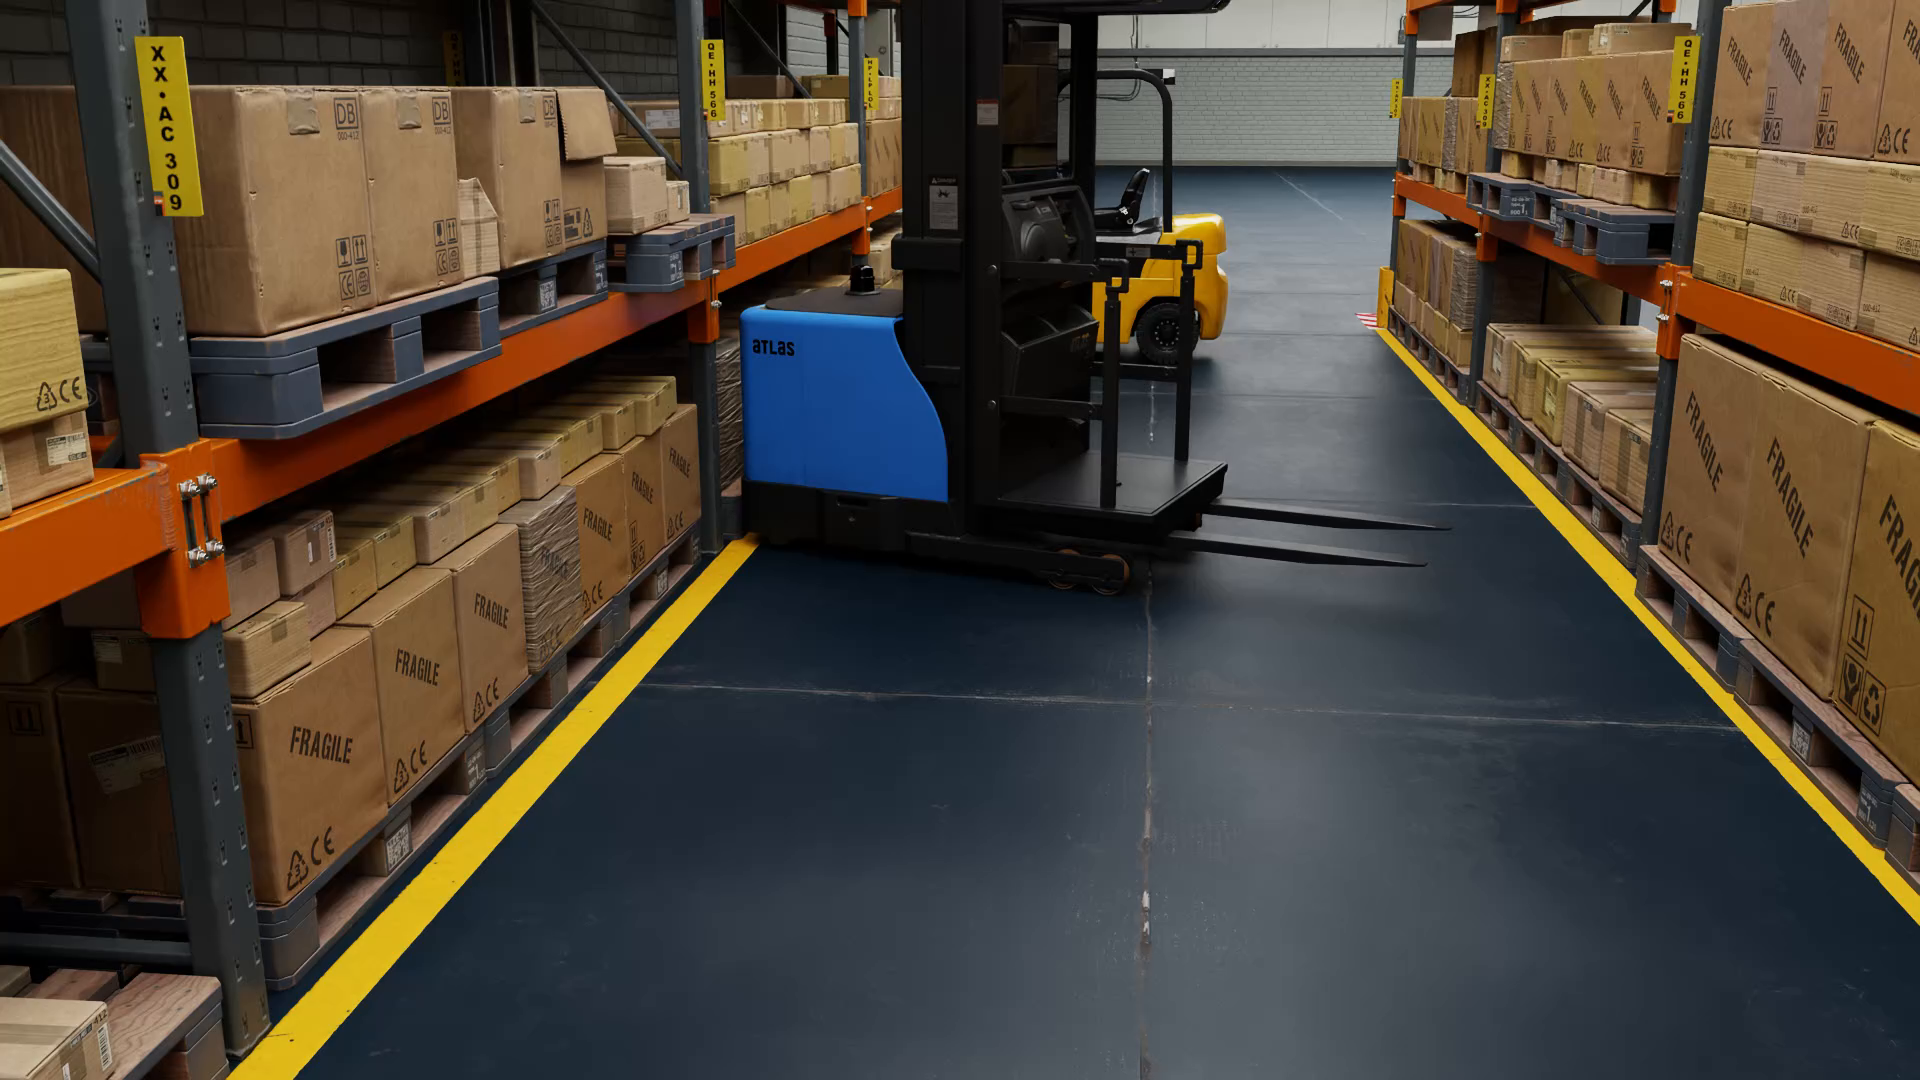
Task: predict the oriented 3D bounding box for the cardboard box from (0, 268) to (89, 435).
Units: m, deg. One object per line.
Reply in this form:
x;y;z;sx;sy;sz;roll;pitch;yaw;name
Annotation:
-1.836;-0.299;2.738;0.500;0.250;0.500;2;15;8;cardboard box

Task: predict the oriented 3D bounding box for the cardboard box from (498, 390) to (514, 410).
-1.995;-0.519;6.577;0.380;0.149;0.250;2;15;8;cardboard box

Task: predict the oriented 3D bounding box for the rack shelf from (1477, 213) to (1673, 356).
3.589;-1.430;8.584;1.077;0.370;4.000;2;15;6;rack shelf

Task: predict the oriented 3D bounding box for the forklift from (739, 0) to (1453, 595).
0.569;-1.346;7.026;3.031;2.935;1.130;7;17;24;forklift

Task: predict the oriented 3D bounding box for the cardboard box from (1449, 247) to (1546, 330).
3.614;-1.695;11.211;0.500;0.500;0.500;1;15;5;cardboard box

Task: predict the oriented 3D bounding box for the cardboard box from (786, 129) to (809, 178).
-1.109;-2.079;8.935;0.500;0.250;0.500;2;15;7;cardboard box

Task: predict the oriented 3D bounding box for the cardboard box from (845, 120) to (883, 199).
-0.809;-2.597;11.329;0.500;0.500;0.500;1;15;5;cardboard box

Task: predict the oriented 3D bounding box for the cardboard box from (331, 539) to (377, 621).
-1.744;0.098;4.295;0.380;0.149;0.250;1;15;3;cardboard box

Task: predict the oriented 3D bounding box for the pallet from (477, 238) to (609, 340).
-1.784;-0.807;5.268;1.003;0.211;1.213;2;15;6;pallet

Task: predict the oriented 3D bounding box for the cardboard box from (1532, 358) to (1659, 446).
3.603;-0.728;8.836;0.950;0.372;0.625;2;15;8;cardboard box

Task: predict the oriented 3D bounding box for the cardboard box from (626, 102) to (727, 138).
-1.241;-1.840;7.284;0.380;0.149;0.250;2;15;8;cardboard box

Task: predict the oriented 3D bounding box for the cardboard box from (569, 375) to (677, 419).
-1.373;-0.578;6.794;0.380;0.149;0.250;1;15;4;cardboard box

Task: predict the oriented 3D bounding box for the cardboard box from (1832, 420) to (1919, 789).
2.996;0.204;4.428;0.875;0.875;0.875;2;15;8;cardboard box

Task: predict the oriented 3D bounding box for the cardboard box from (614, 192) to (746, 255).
-1.277;-1.440;7.527;0.500;0.250;0.500;2;15;6;cardboard box

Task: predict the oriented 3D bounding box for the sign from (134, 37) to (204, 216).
-1.481;-0.771;3.107;0.100;0.325;0.005;2;15;6;sign

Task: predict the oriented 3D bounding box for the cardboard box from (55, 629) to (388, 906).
-1.743;0.518;3.983;0.500;0.500;0.500;2;15;9;cardboard box

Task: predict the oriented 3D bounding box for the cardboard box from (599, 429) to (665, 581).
-1.470;-0.155;6.472;0.500;0.500;0.500;1;15;5;cardboard box

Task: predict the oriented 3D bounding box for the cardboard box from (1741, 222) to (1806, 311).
3.017;-0.933;5.655;0.500;0.250;0.500;1;15;5;cardboard box

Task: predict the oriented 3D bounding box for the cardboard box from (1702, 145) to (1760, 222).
3.060;-1.304;6.067;0.500;0.250;0.500;2;15;6;cardboard box

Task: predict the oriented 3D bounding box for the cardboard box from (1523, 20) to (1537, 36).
4.159;-3.210;11.112;0.700;0.500;0.500;2;15;7;cardboard box

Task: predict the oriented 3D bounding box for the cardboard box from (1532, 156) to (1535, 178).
3.445;-2.104;9.372;0.380;0.149;0.250;3;15;10;cardboard box

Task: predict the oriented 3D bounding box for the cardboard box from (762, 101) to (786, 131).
-1.106;-2.175;8.523;0.380;0.149;0.250;2;15;7;cardboard box

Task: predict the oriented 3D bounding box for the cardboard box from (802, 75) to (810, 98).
-0.865;-3.092;11.345;0.380;0.149;0.250;2;15;7;cardboard box

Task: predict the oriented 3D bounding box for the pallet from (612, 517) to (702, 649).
-1.691;0.134;6.760;1.003;0.211;1.213;2;15;6;pallet

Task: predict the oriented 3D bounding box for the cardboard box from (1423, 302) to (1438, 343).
3.726;-1.603;12.308;0.500;0.250;0.500;2;15;7;cardboard box

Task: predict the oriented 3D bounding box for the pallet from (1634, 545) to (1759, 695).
3.199;0.289;6.187;1.003;0.211;1.213;2;15;6;pallet

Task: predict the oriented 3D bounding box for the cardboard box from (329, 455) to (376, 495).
-2.103;-0.182;5.328;0.380;0.149;0.250;1;15;4;cardboard box

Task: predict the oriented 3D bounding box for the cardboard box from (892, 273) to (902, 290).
-0.702;-1.805;12.098;0.500;0.250;0.500;2;15;6;cardboard box

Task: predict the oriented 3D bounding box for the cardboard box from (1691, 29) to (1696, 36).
3.914;-2.627;8.821;0.380;0.149;0.250;1;15;4;cardboard box

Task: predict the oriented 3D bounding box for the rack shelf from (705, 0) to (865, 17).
-1.344;-3.024;8.729;1.077;0.370;4.000;2;15;6;rack shelf

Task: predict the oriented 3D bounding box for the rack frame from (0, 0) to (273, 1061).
-2.021;-0.367;3.272;1.000;3.000;0.127;2;15;6;rack frame

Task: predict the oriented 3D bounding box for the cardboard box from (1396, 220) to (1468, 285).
3.898;-2.364;13.684;0.500;0.500;0.500;1;15;4;cardboard box

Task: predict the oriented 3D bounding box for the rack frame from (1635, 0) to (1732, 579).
3.363;-1.259;6.571;1.000;3.000;0.127;2;15;6;rack frame

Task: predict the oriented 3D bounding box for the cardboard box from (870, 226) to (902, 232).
-0.572;-2.314;13.019;0.500;0.250;0.500;1;15;5;cardboard box

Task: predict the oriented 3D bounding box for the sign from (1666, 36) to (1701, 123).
2.823;-1.793;6.481;0.100;0.325;0.005;2;15;6;sign

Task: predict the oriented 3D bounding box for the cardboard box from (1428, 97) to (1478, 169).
3.776;-3.012;12.294;0.500;0.500;0.500;1;15;5;cardboard box

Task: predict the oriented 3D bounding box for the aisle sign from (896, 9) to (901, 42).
-0.367;-4.742;14.473;0.394;0.787;0.004;2;15;6;aisle sign

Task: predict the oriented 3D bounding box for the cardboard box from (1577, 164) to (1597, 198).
3.162;-1.708;7.907;0.380;0.149;0.250;2;15;7;cardboard box

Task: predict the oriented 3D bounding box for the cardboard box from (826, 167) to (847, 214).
-0.966;-2.100;9.970;0.500;0.250;0.500;2;15;6;cardboard box

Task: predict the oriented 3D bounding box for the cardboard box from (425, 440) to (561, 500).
-1.551;-0.235;5.525;0.380;0.149;0.250;1;15;4;cardboard box

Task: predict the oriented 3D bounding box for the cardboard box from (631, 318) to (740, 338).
-1.420;-0.792;8.588;0.875;0.625;0.625;2;15;8;cardboard box

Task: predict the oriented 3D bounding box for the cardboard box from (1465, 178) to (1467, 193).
3.718;-2.462;11.501;0.380;0.149;0.250;1;15;5;cardboard box

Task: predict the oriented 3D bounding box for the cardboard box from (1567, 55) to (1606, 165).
3.241;-2.045;7.912;0.500;0.500;0.500;1;15;2;cardboard box

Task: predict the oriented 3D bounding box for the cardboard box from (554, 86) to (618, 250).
-1.570;-1.228;5.454;0.797;0.503;0.637;1;15;5;cardboard box

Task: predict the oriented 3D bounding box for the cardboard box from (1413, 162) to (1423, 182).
3.822;-2.934;13.246;0.380;0.149;0.250;2;15;7;cardboard box

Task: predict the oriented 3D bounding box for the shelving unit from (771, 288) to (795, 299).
-0.776;-0.706;8.250;0.215;1.050;0.252;5;17;18;shelving unit

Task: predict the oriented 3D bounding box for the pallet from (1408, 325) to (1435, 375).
3.990;-1.443;12.593;1.003;0.211;1.213;2;15;6;pallet
